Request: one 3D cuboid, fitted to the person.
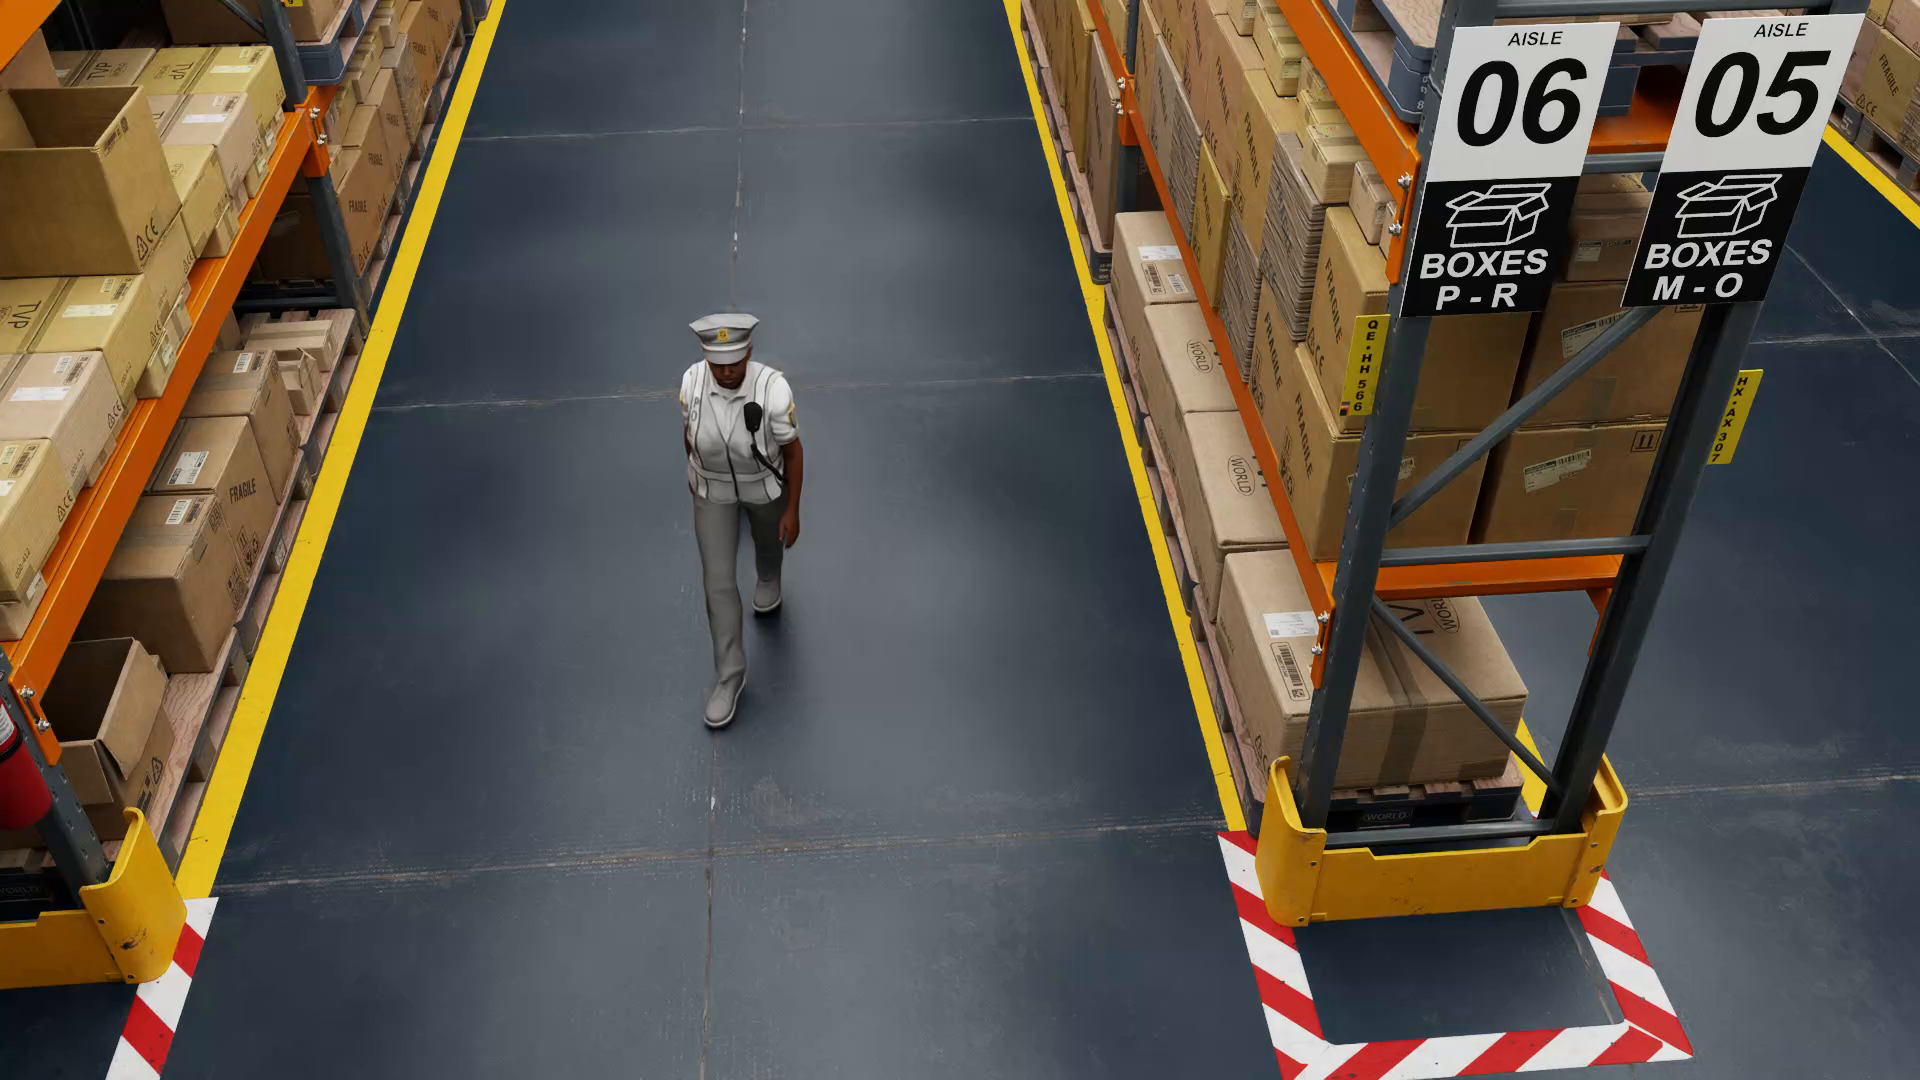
[{"bbox_3d":[-0.817,-0.183,6.351,0.440,1.617,0.959,-1,39,-1],"label":"person"}]
